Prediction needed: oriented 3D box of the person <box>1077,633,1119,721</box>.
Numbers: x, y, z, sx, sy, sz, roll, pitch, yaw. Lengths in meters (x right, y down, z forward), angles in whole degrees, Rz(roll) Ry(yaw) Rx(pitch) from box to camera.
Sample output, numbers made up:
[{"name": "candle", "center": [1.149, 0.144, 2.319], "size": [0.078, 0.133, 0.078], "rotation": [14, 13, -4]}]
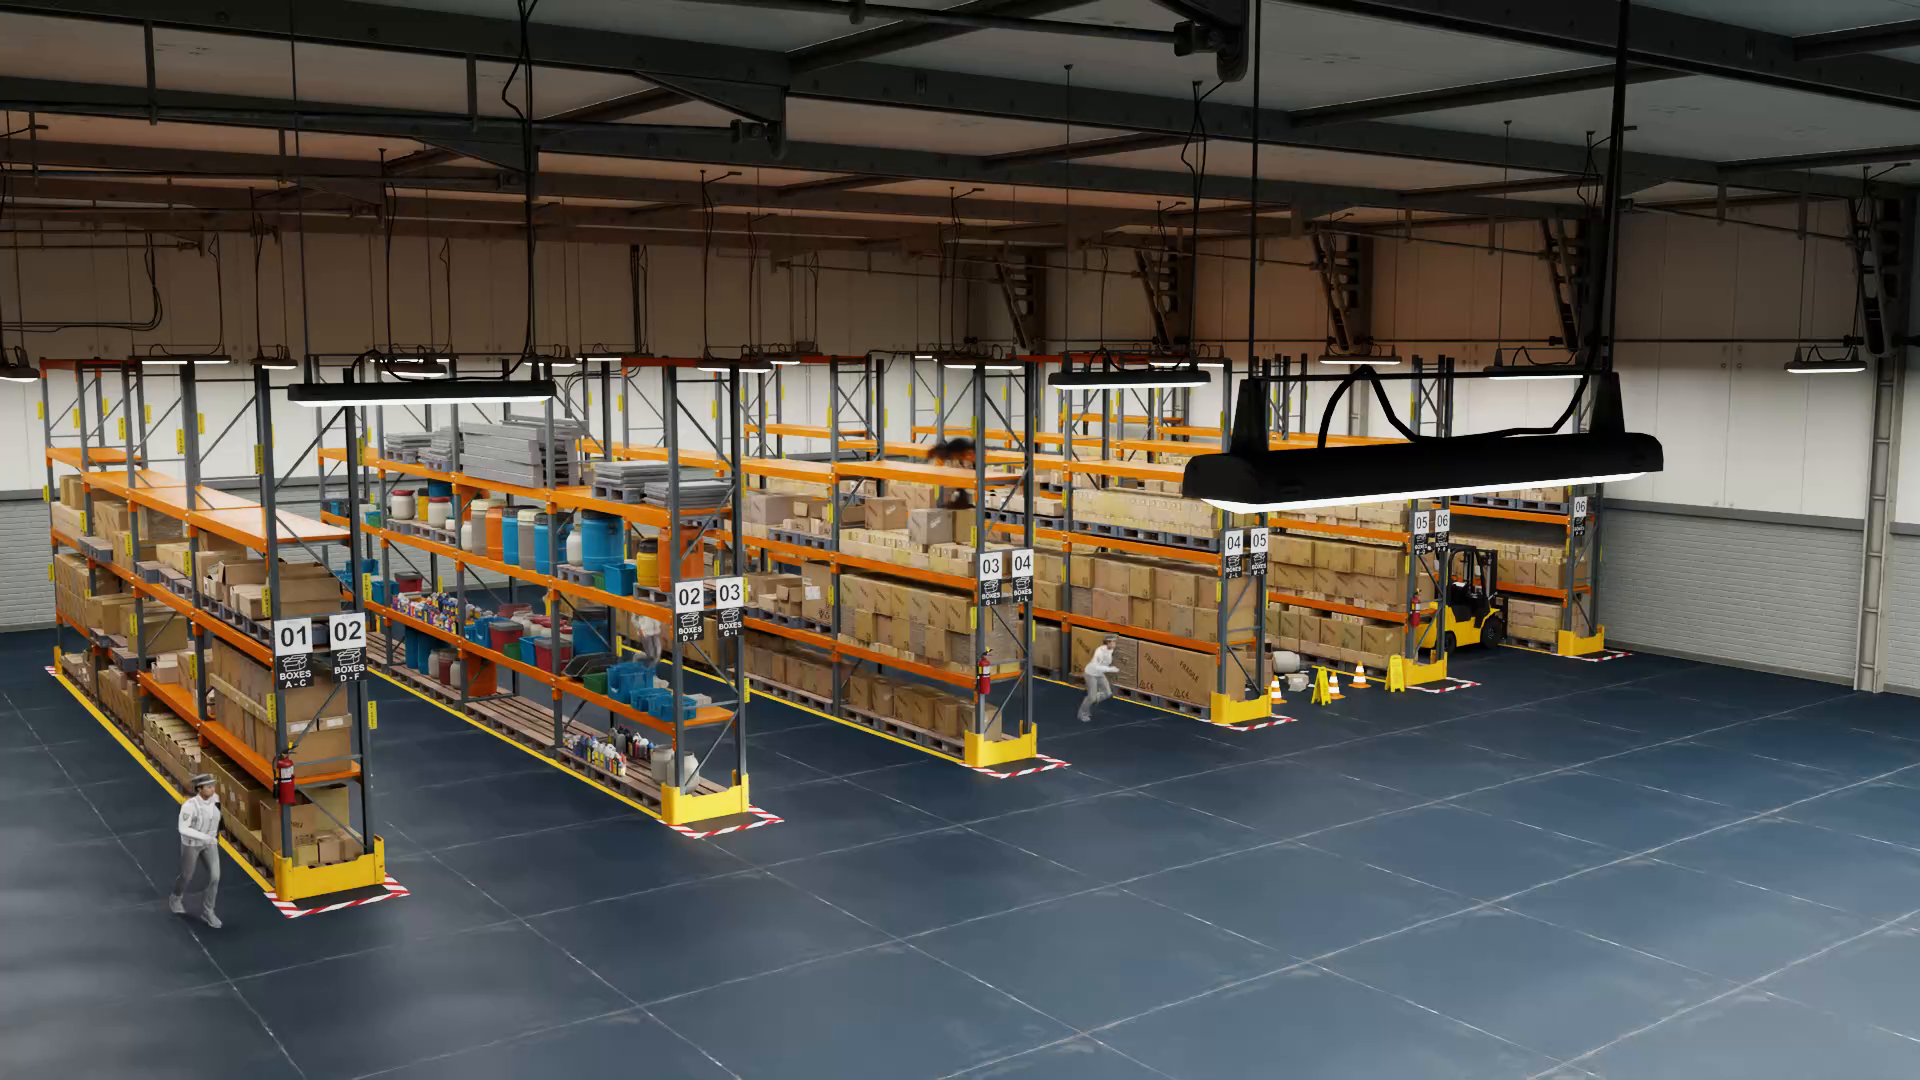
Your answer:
[{"name": "person", "center": [2.342, 2.269, 27.629], "size": [0.826, 1.518, 0.650], "rotation": [5, 8, 34]}]

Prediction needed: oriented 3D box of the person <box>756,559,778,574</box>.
[{"name": "person", "center": [-4.846, 0.443, 41.834], "size": [0.959, 1.719, 0.690], "rotation": [-5, 9, -36]}]

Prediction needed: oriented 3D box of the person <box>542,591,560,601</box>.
[{"name": "person", "center": [-9.449, 0.765, 39.527], "size": [0.971, 1.660, 0.595], "rotation": [-1, 7, -5]}]

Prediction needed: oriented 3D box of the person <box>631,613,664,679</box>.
[{"name": "person", "center": [-5.884, 1.737, 31.301], "size": [0.622, 1.731, 0.673], "rotation": [6, 9, 42]}]

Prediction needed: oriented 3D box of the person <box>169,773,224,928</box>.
[{"name": "person", "center": [-8.333, 3.343, 18.193], "size": [0.845, 1.686, 0.592], "rotation": [5, 9, 37]}]
